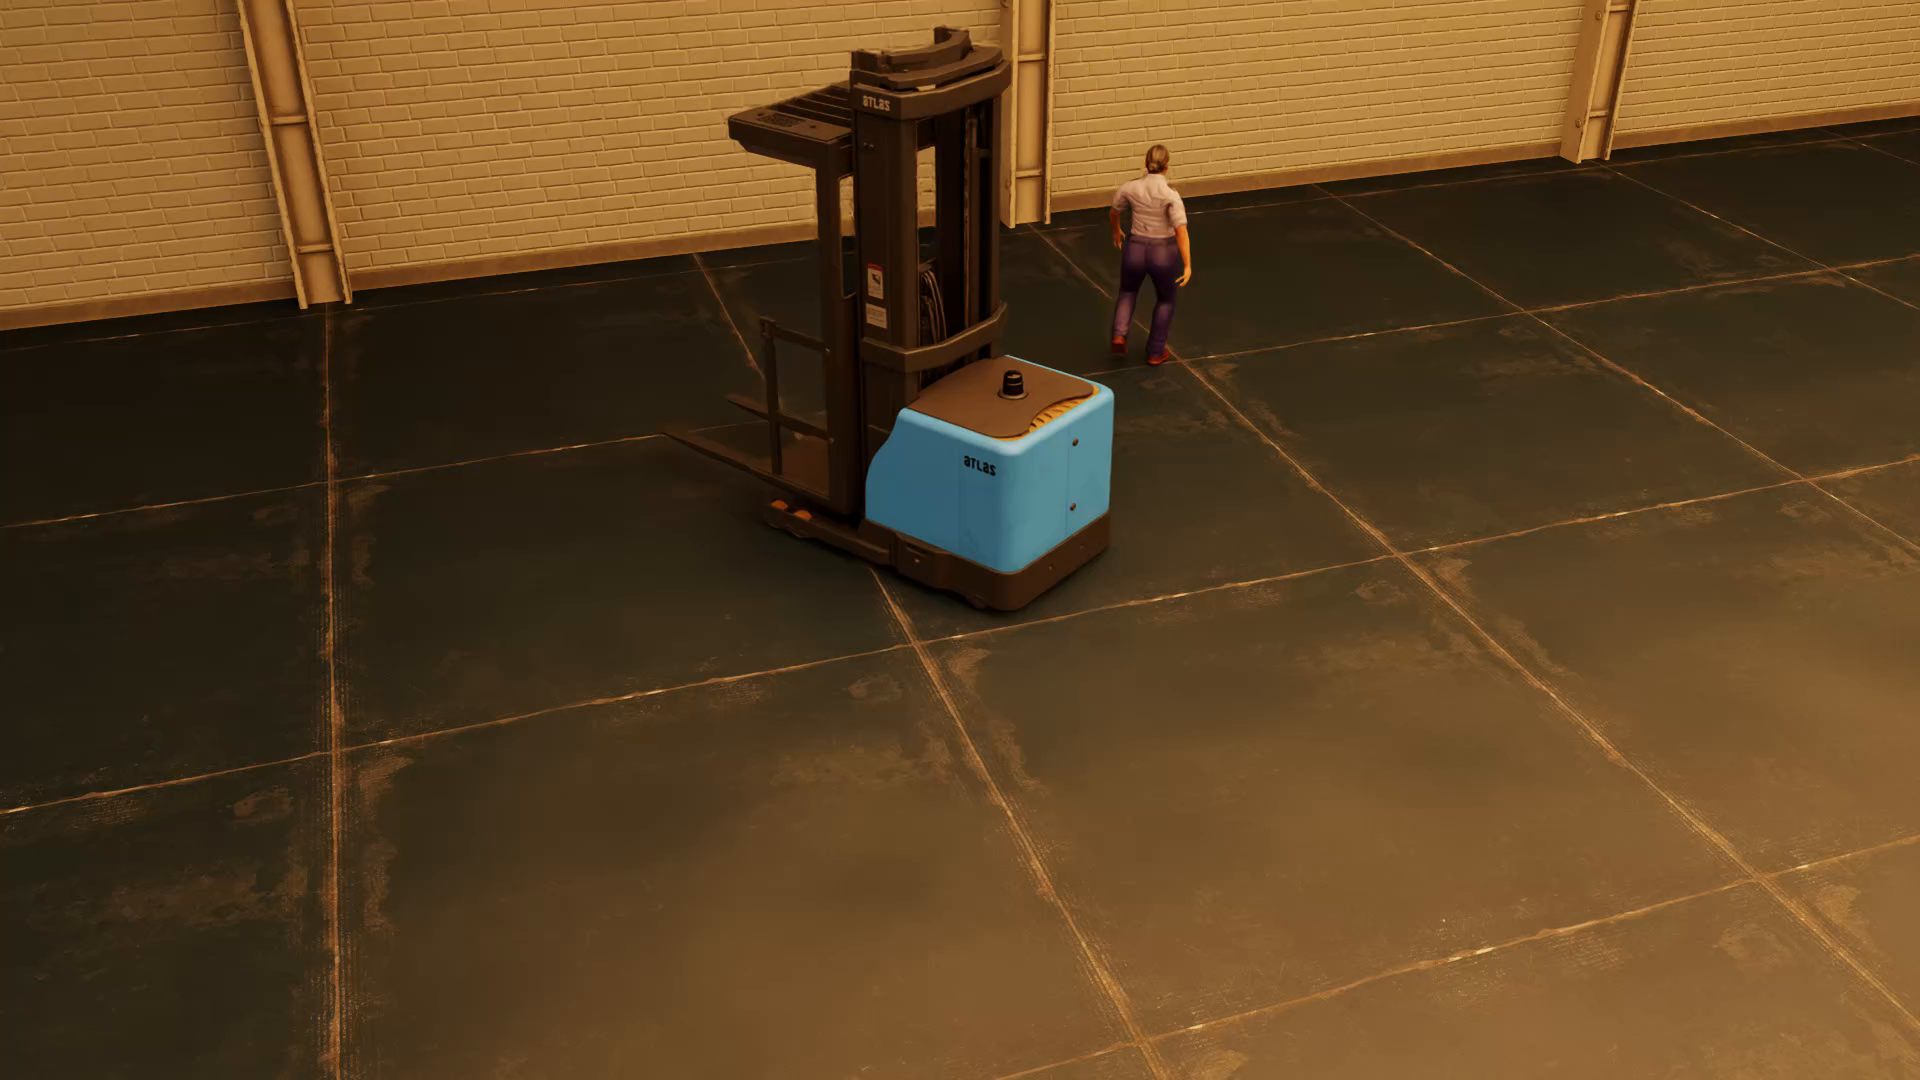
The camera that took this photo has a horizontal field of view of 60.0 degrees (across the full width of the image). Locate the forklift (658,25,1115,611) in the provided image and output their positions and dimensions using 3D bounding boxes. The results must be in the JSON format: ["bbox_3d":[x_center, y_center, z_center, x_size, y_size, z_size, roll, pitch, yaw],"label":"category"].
[{"bbox_3d":[-0.582,-1.467,9.637,3.031,2.935,1.130,22,36,33],"label":"forklift"}]

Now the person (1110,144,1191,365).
[{"bbox_3d":[1.353,-2.018,11.907,0.689,1.632,0.511,13,32,21],"label":"person"}]
